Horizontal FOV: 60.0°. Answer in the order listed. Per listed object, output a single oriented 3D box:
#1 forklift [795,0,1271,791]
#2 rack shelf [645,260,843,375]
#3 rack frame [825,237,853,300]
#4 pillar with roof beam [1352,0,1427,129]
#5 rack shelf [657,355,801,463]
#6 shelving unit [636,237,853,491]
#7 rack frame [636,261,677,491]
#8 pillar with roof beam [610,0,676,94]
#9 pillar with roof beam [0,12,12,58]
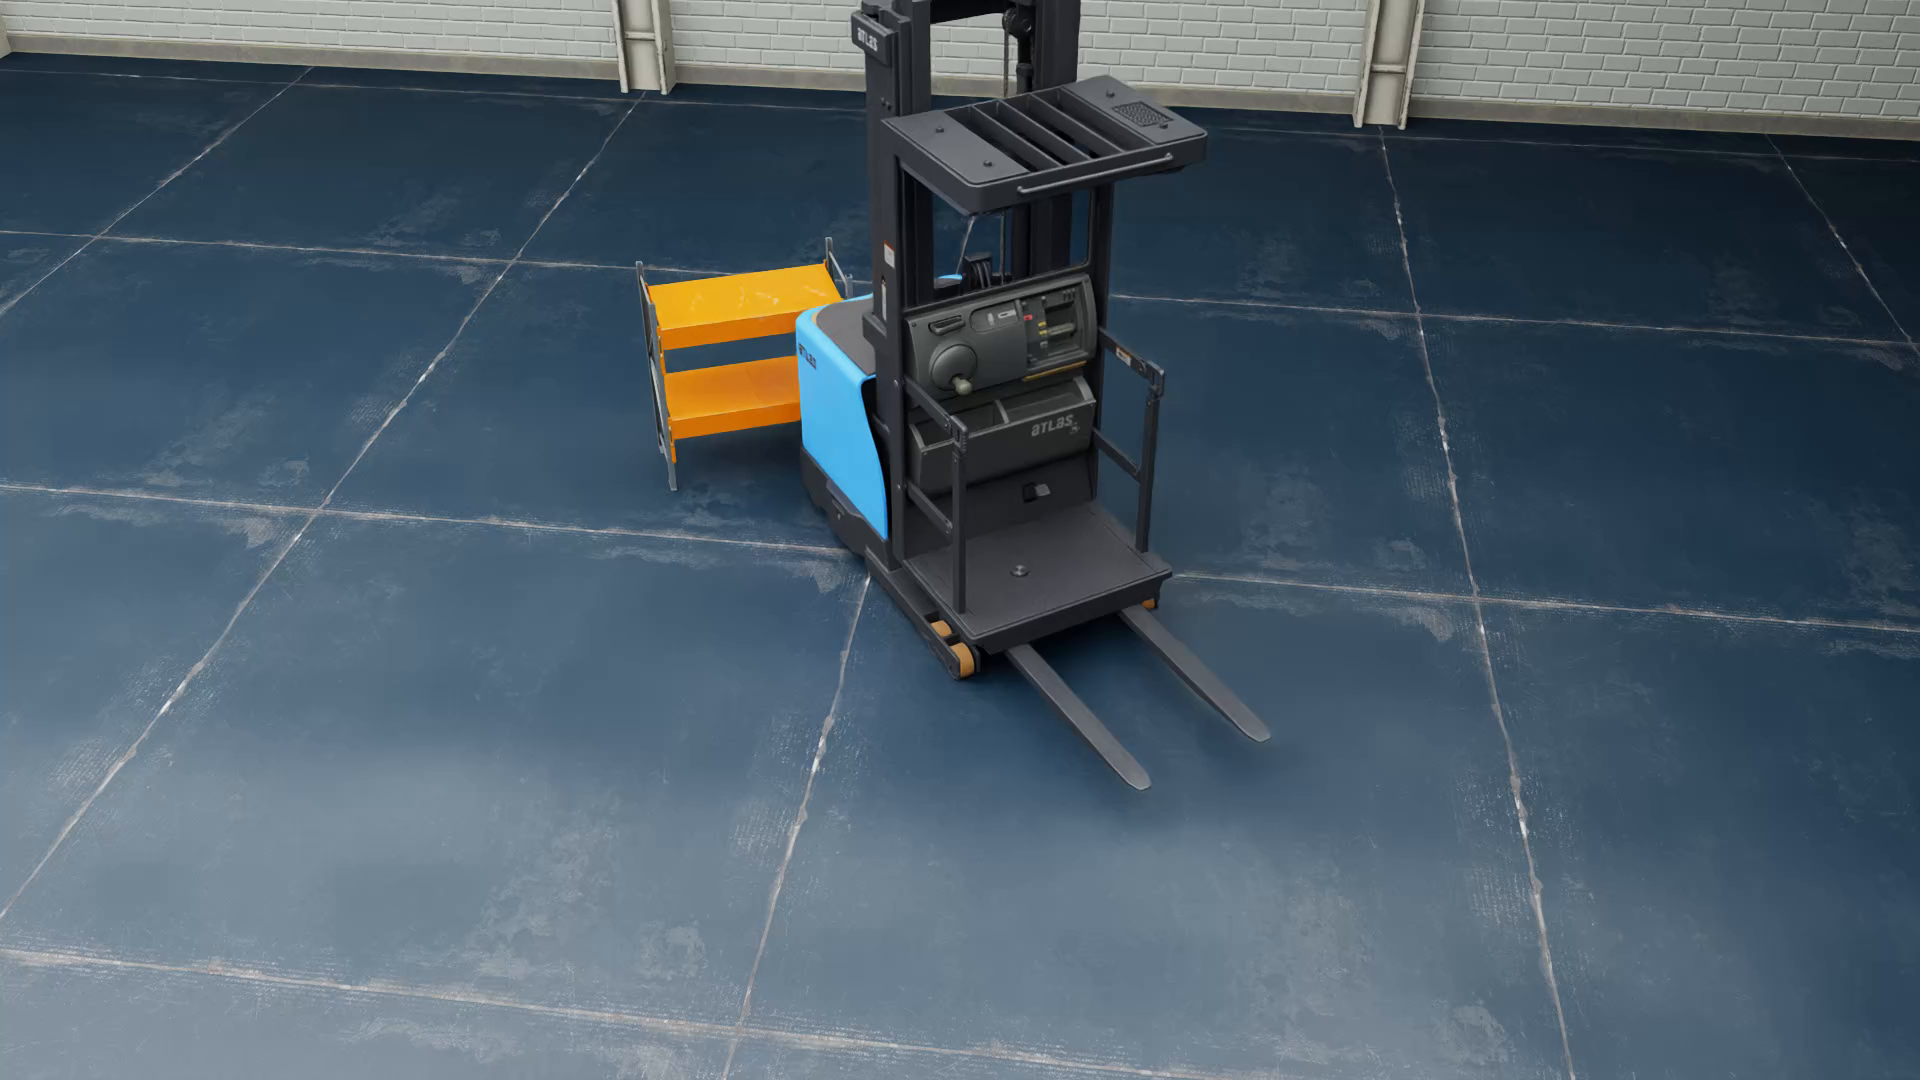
[{"bbox_3d":[0.302,-0.852,7.277,1.130,2.935,3.031,-18,39,-23],"label":"forklift"},{"bbox_3d":[-1.127,-1.186,8.797,1.000,0.278,0.538,-10,37,-13],"label":"rack shelf"},{"bbox_3d":[-0.639,-1.032,9.085,0.032,1.125,0.500,-10,37,-13],"label":"rack frame"},{"bbox_3d":[2.802,-4.535,7.215,0.400,9.000,9.100,4,36,6],"label":"pillar with roof beam"},{"bbox_3d":[-1.127,-0.749,9.109,1.000,0.278,0.538,-10,37,-13],"label":"rack shelf"},{"bbox_3d":[-1.127,-0.948,8.967,1.048,1.125,0.538,-10,37,-13],"label":"shelving unit"},{"bbox_3d":[-1.614,-0.864,8.849,0.032,1.125,0.500,-10,37,-13],"label":"rack frame"},{"bbox_3d":[-3.150,-4.979,7.837,0.400,9.000,9.100,4,36,6],"label":"pillar with roof beam"},{"bbox_3d":[-9.101,-5.423,8.459,0.400,9.000,9.100,4,36,6],"label":"pillar with roof beam"}]
